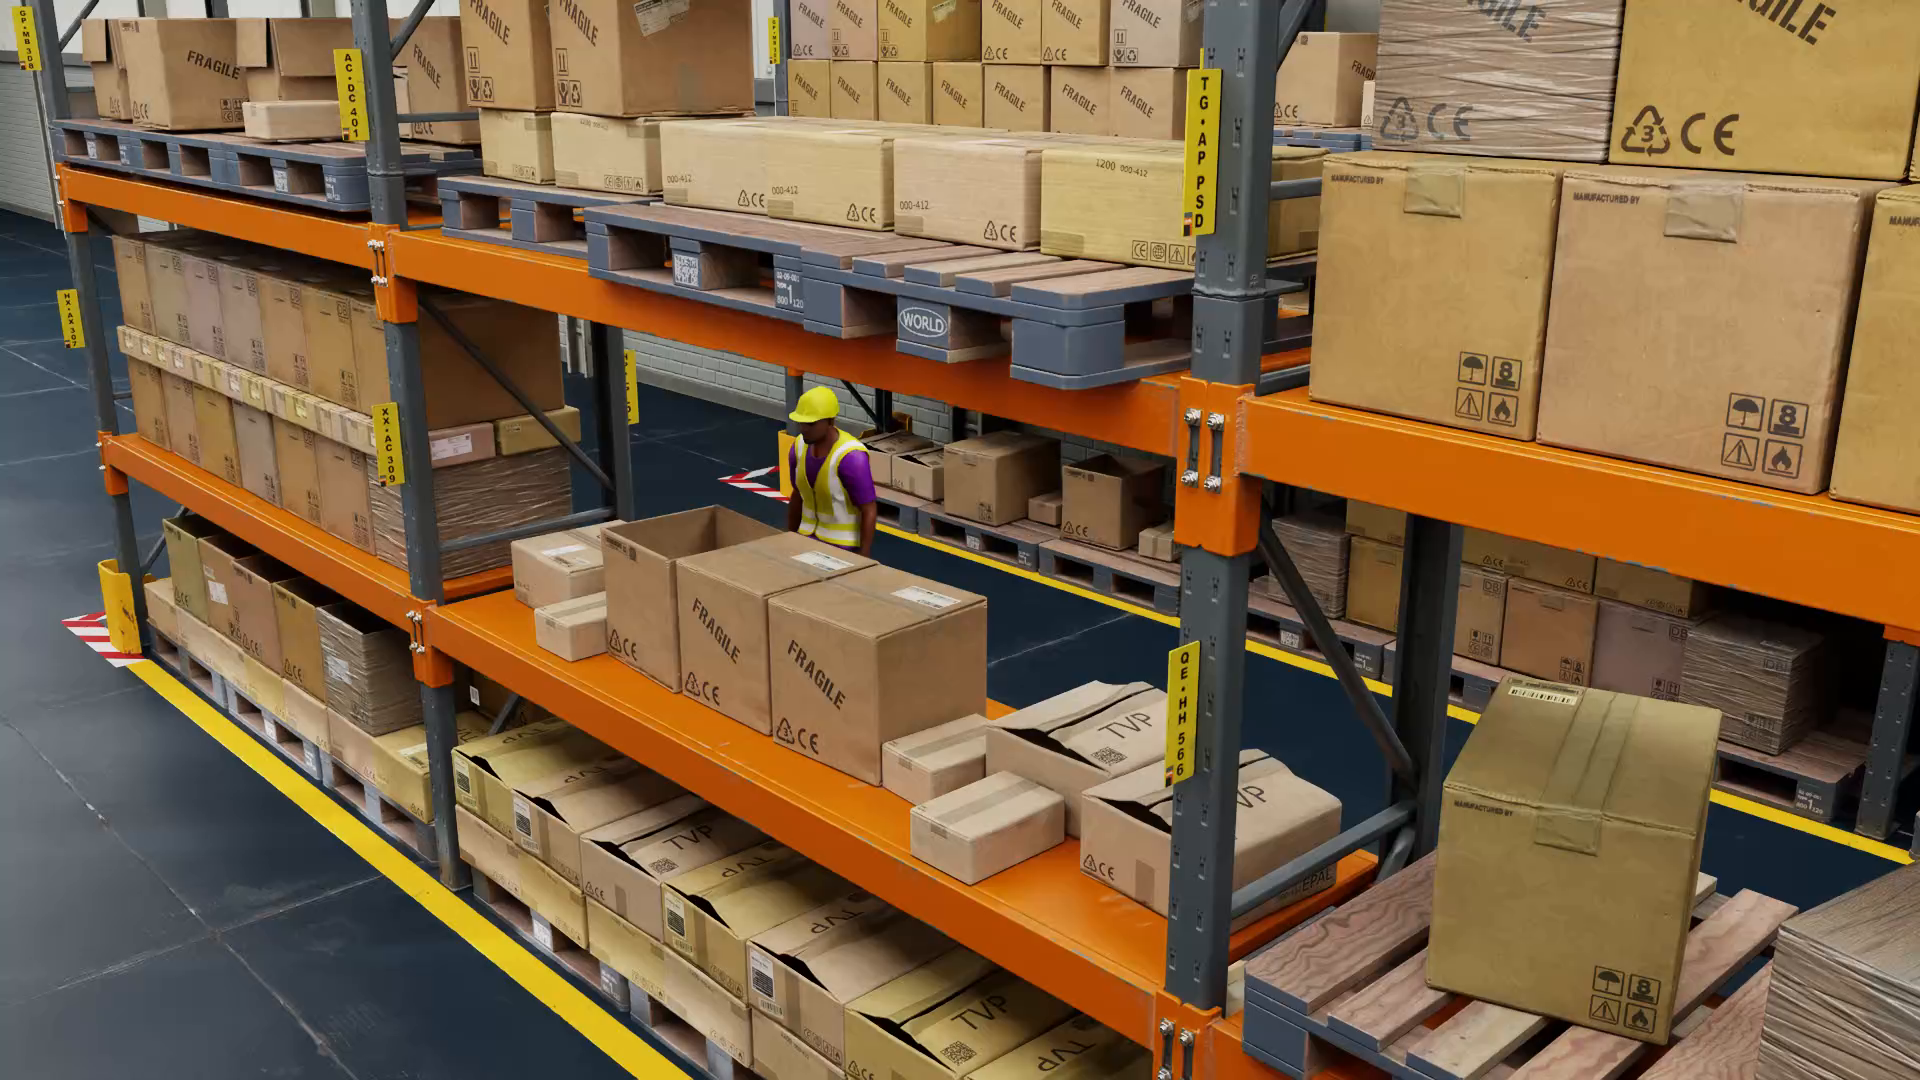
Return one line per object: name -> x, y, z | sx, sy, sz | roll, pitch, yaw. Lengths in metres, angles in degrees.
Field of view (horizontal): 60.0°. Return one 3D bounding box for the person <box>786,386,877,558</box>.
person -> -0.716, 0.030, 8.922 | 0.632, 1.759, 0.461 | 15, 23, 41
